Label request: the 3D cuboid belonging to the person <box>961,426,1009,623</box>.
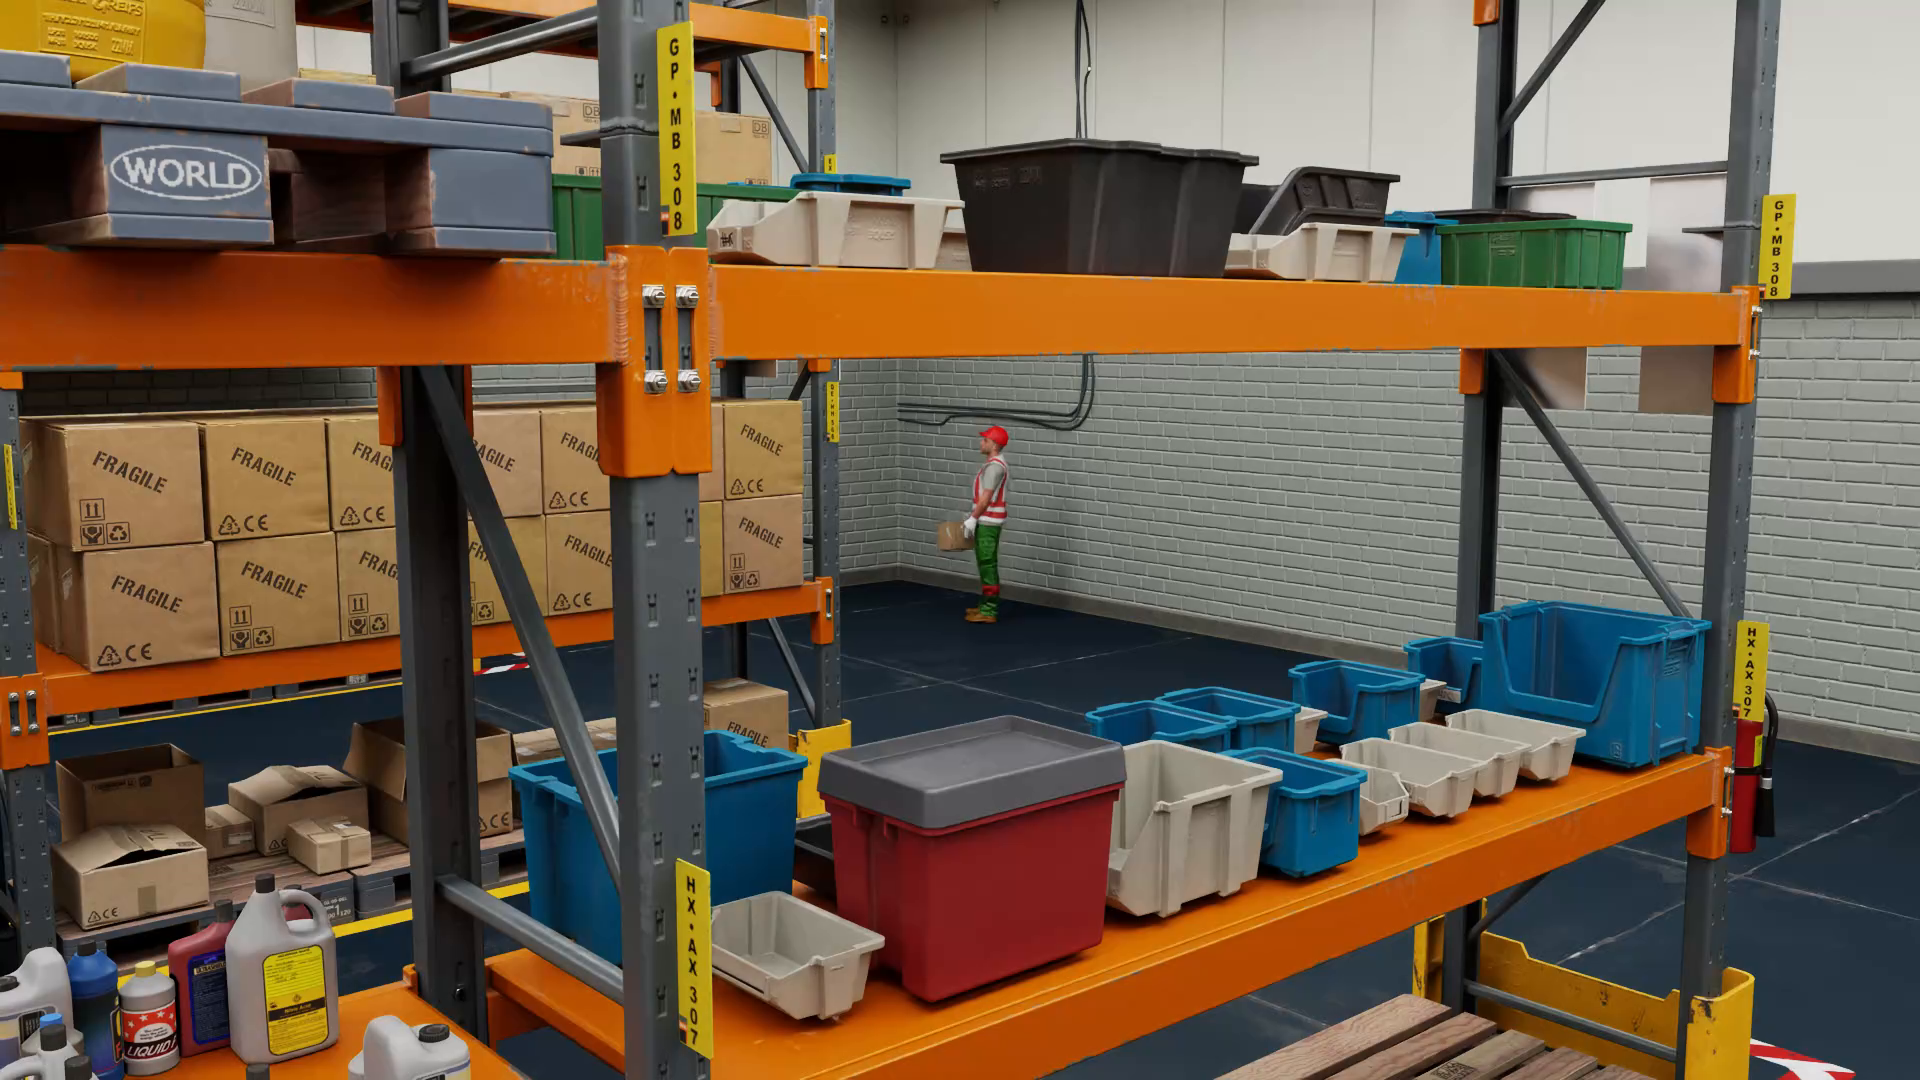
[{"bbox_3d":[0.212,-0.151,15.241,0.462,1.794,0.591,1,7,8],"label":"person"}]
